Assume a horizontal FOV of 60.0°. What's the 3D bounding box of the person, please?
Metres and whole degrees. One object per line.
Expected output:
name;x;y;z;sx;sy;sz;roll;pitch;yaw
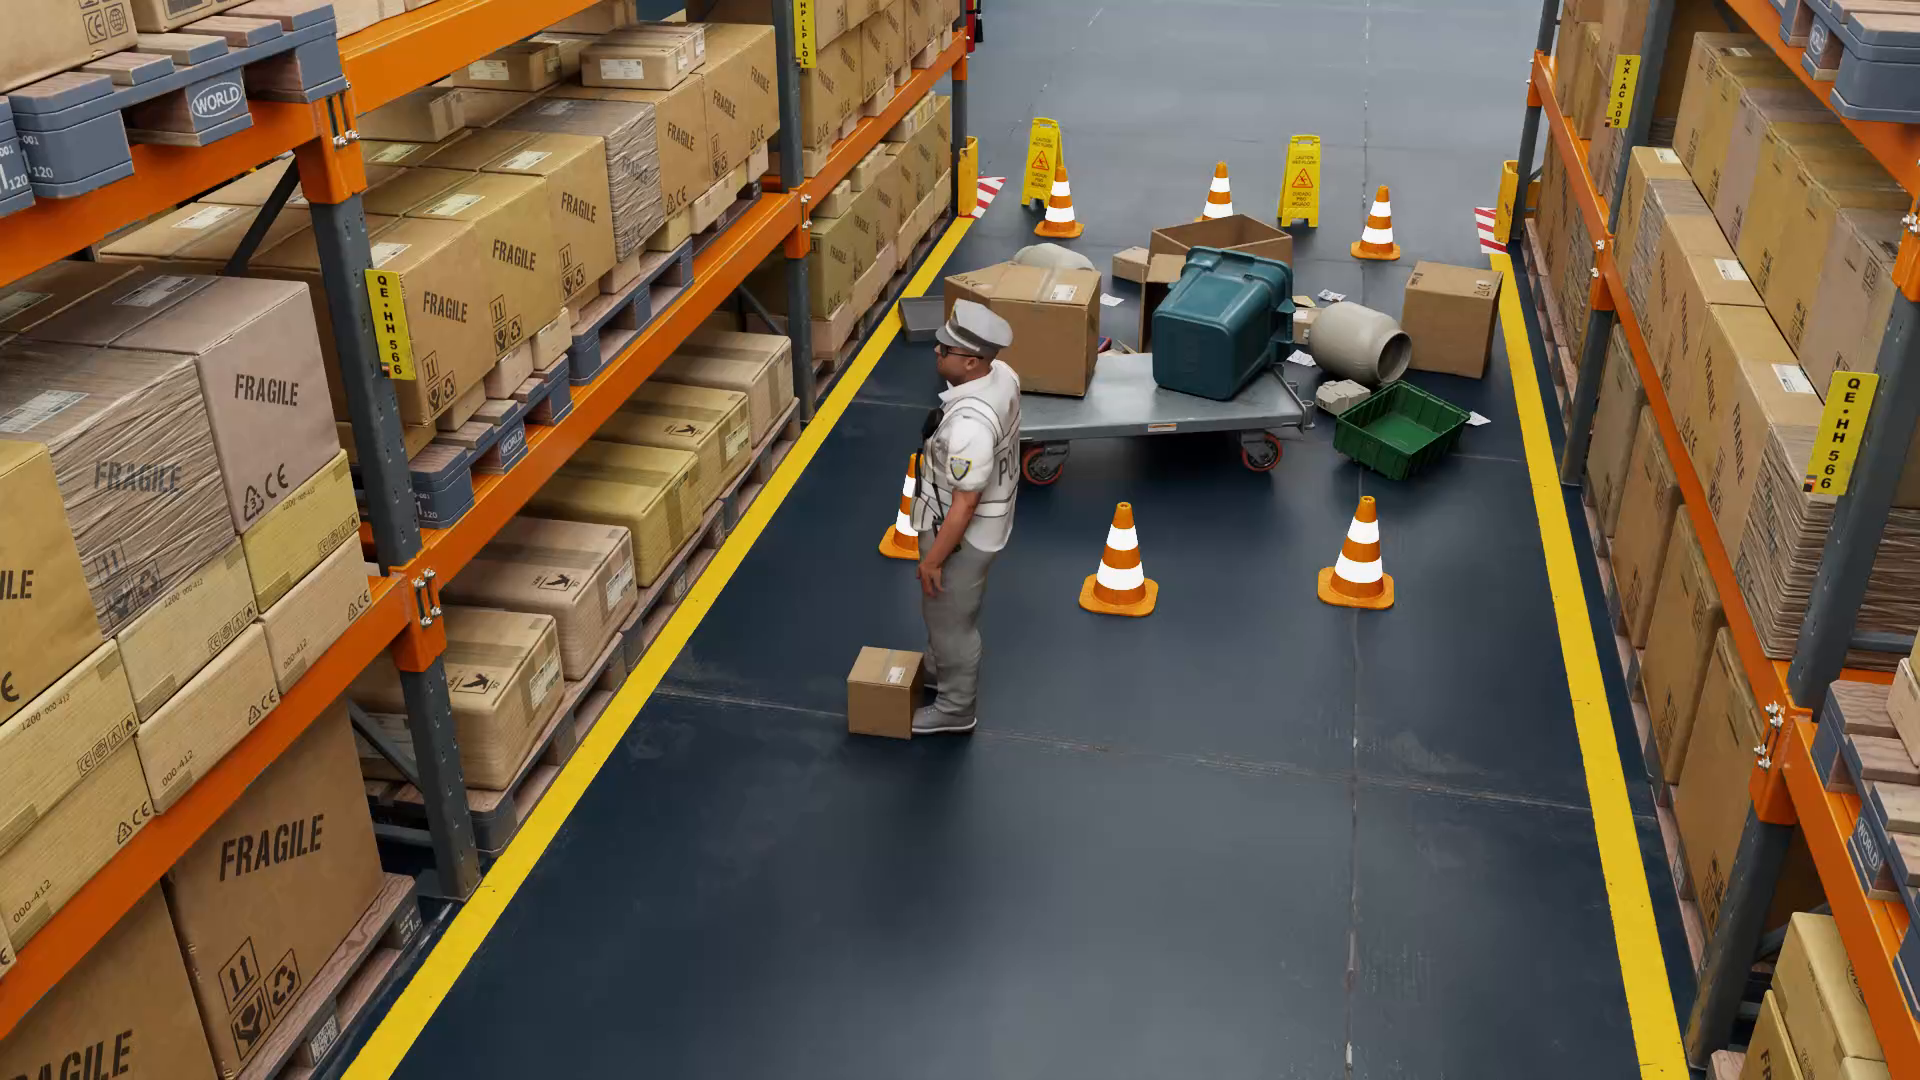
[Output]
person;-0.075;-0.068;6.193;0.575;1.781;0.640;6;29;11
